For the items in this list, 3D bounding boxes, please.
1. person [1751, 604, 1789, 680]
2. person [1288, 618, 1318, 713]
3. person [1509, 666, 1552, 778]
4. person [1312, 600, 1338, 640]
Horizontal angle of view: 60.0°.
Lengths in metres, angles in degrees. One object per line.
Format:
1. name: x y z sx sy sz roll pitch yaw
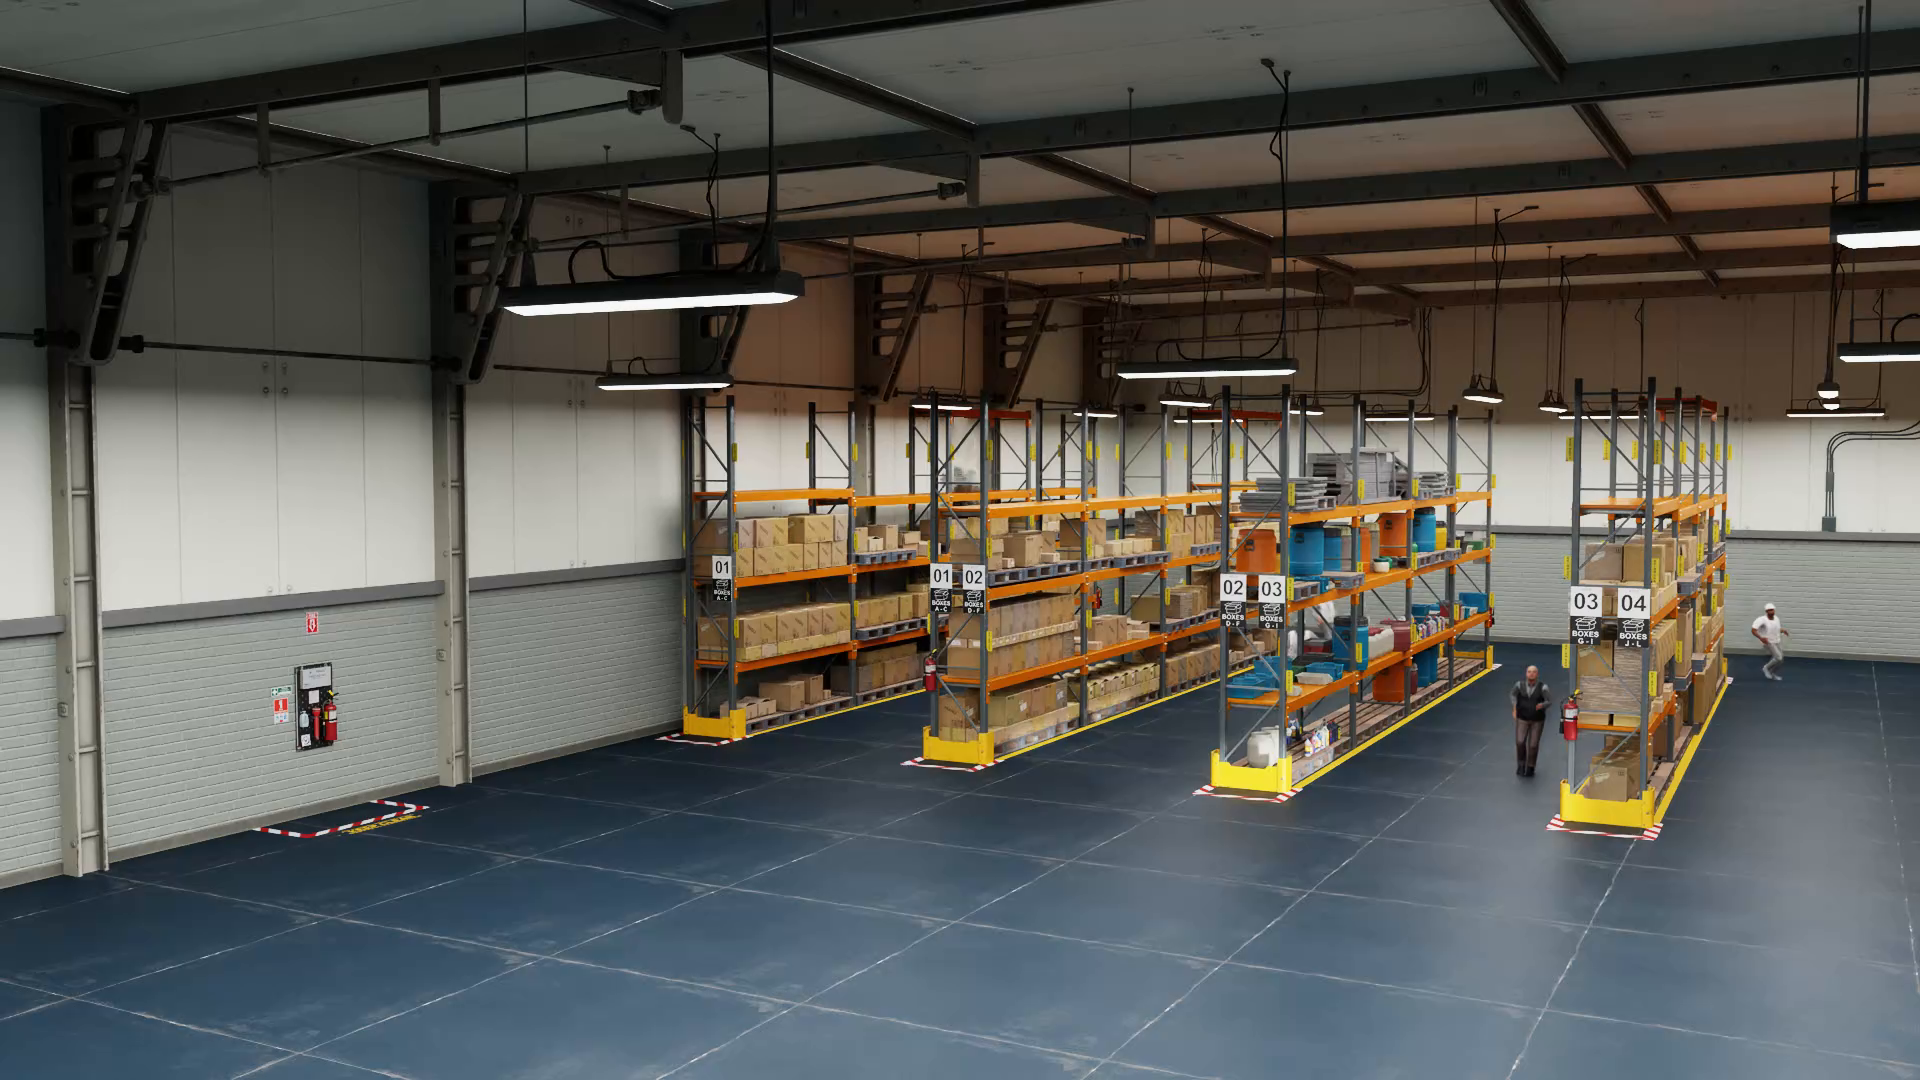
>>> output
1. person: 17.782 2.234 36.401 0.701 1.688 0.571 -1 3 -26
2. person: 6.574 2.412 32.220 0.673 1.858 0.821 1 3 25
3. person: 8.779 2.804 25.622 0.633 1.738 0.726 1 3 20
4. person: 8.958 2.021 40.597 0.692 1.733 0.522 -1 3 -21
